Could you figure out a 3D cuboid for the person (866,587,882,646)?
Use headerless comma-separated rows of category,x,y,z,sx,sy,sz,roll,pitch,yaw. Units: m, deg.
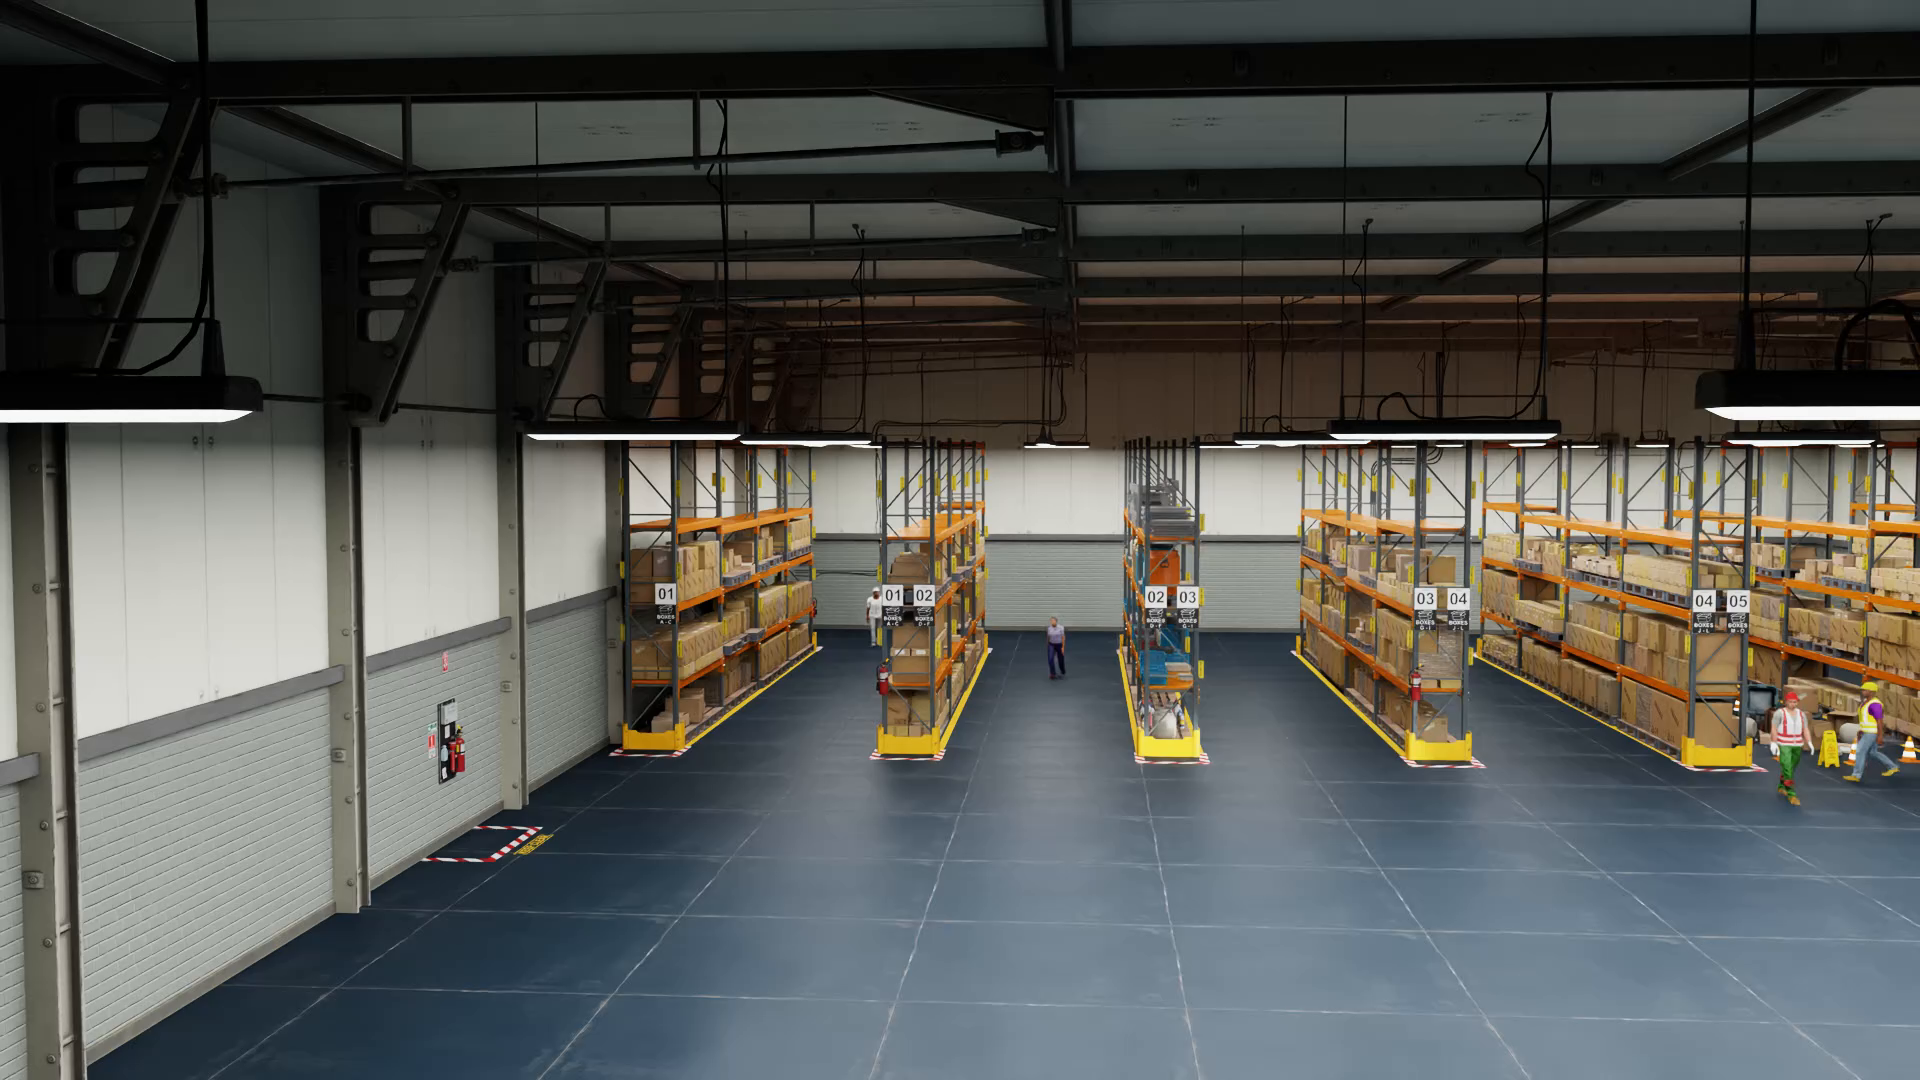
person,-2.448,2.246,48.889,0.596,1.706,1.105,0,3,-6

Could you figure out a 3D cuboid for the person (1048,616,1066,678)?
person,2.429,2.698,42.066,0.470,1.539,0.928,1,3,13

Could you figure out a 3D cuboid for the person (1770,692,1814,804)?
person,13.610,3.376,27.202,0.549,1.775,0.854,0,3,-3

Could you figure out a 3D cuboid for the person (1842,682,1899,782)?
person,15.761,3.317,28.730,1.019,1.731,0.573,0,3,4
